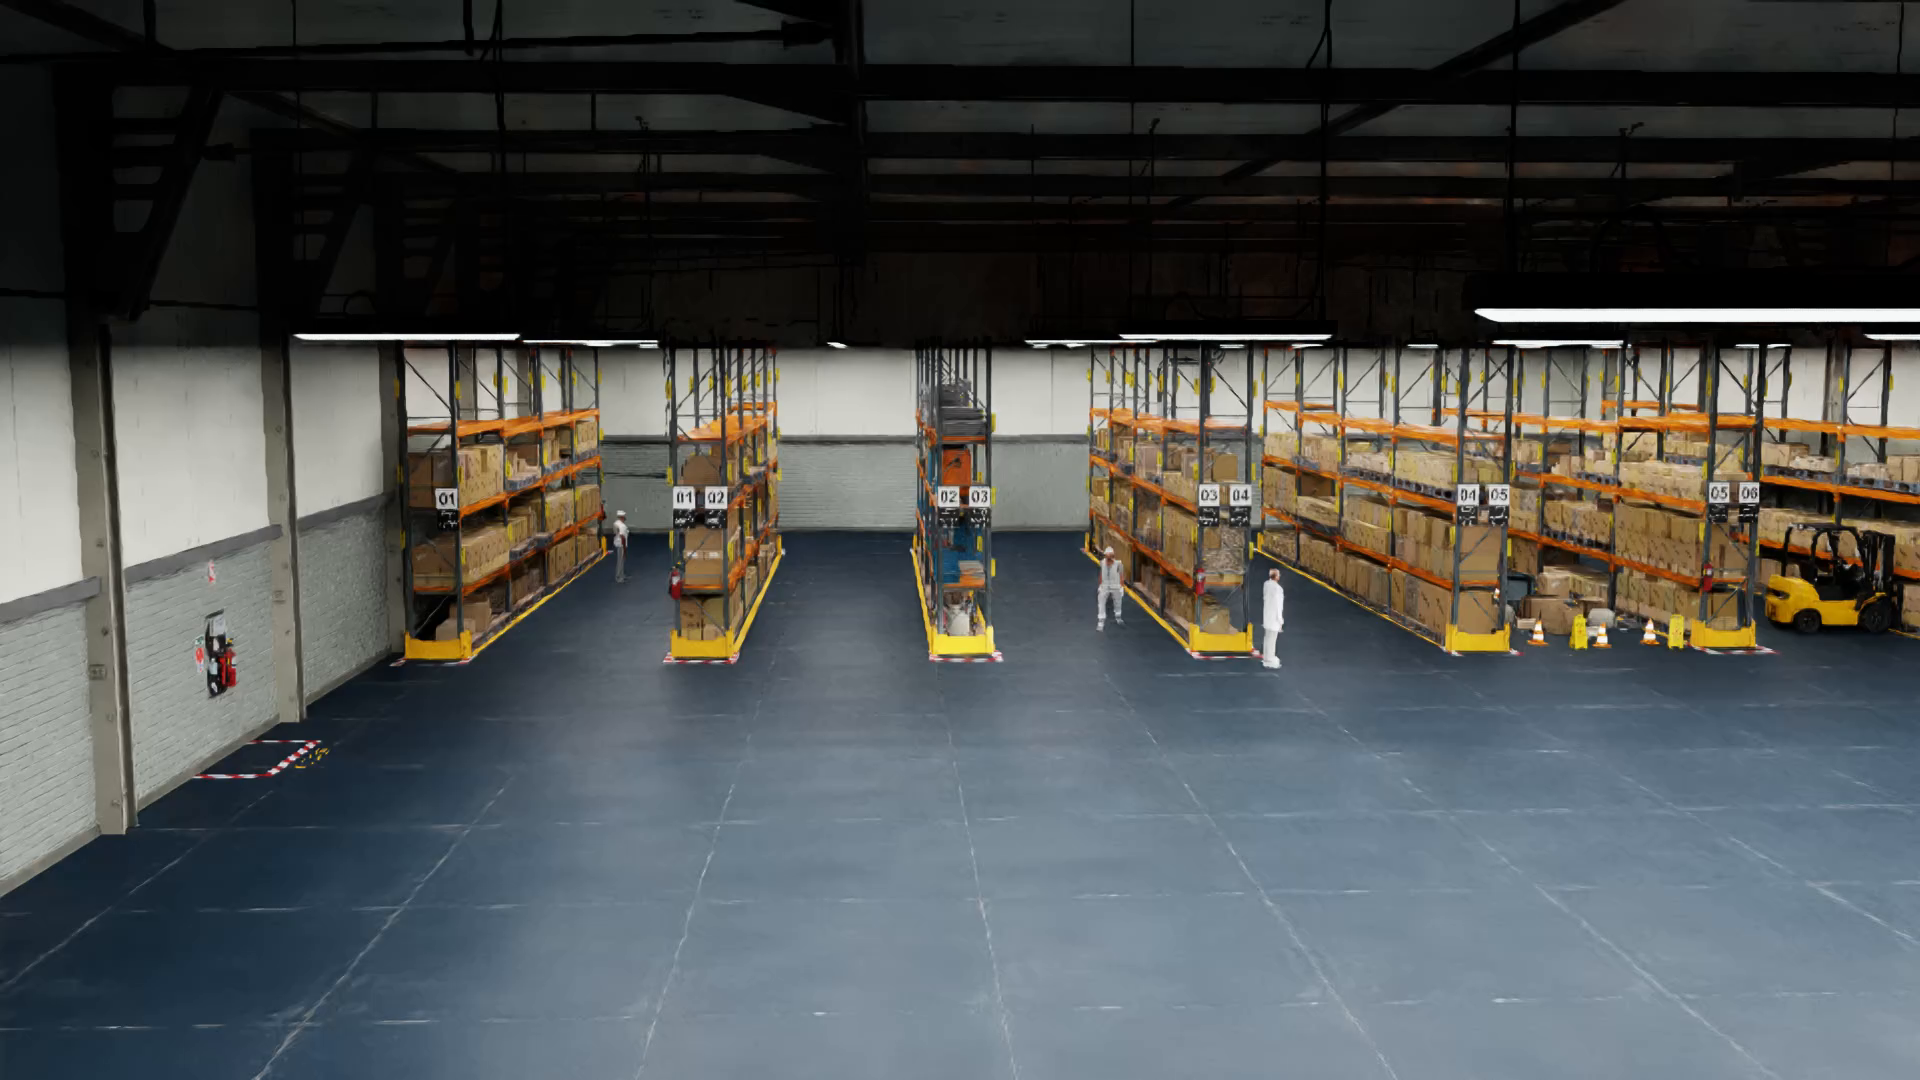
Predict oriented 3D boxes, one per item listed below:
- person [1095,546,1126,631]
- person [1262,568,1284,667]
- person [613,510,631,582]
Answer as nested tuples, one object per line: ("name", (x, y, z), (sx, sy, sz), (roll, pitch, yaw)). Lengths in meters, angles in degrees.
("person", (3.107, 0.983, 34.262), (0.592, 1.739, 0.988), (2, 7, 18))
("person", (5.698, 1.398, 30.242), (0.440, 1.761, 0.701), (-1, 7, -9))
("person", (-8.373, 0.133, 41.335), (0.464, 1.772, 0.645), (-3, 7, -24))
